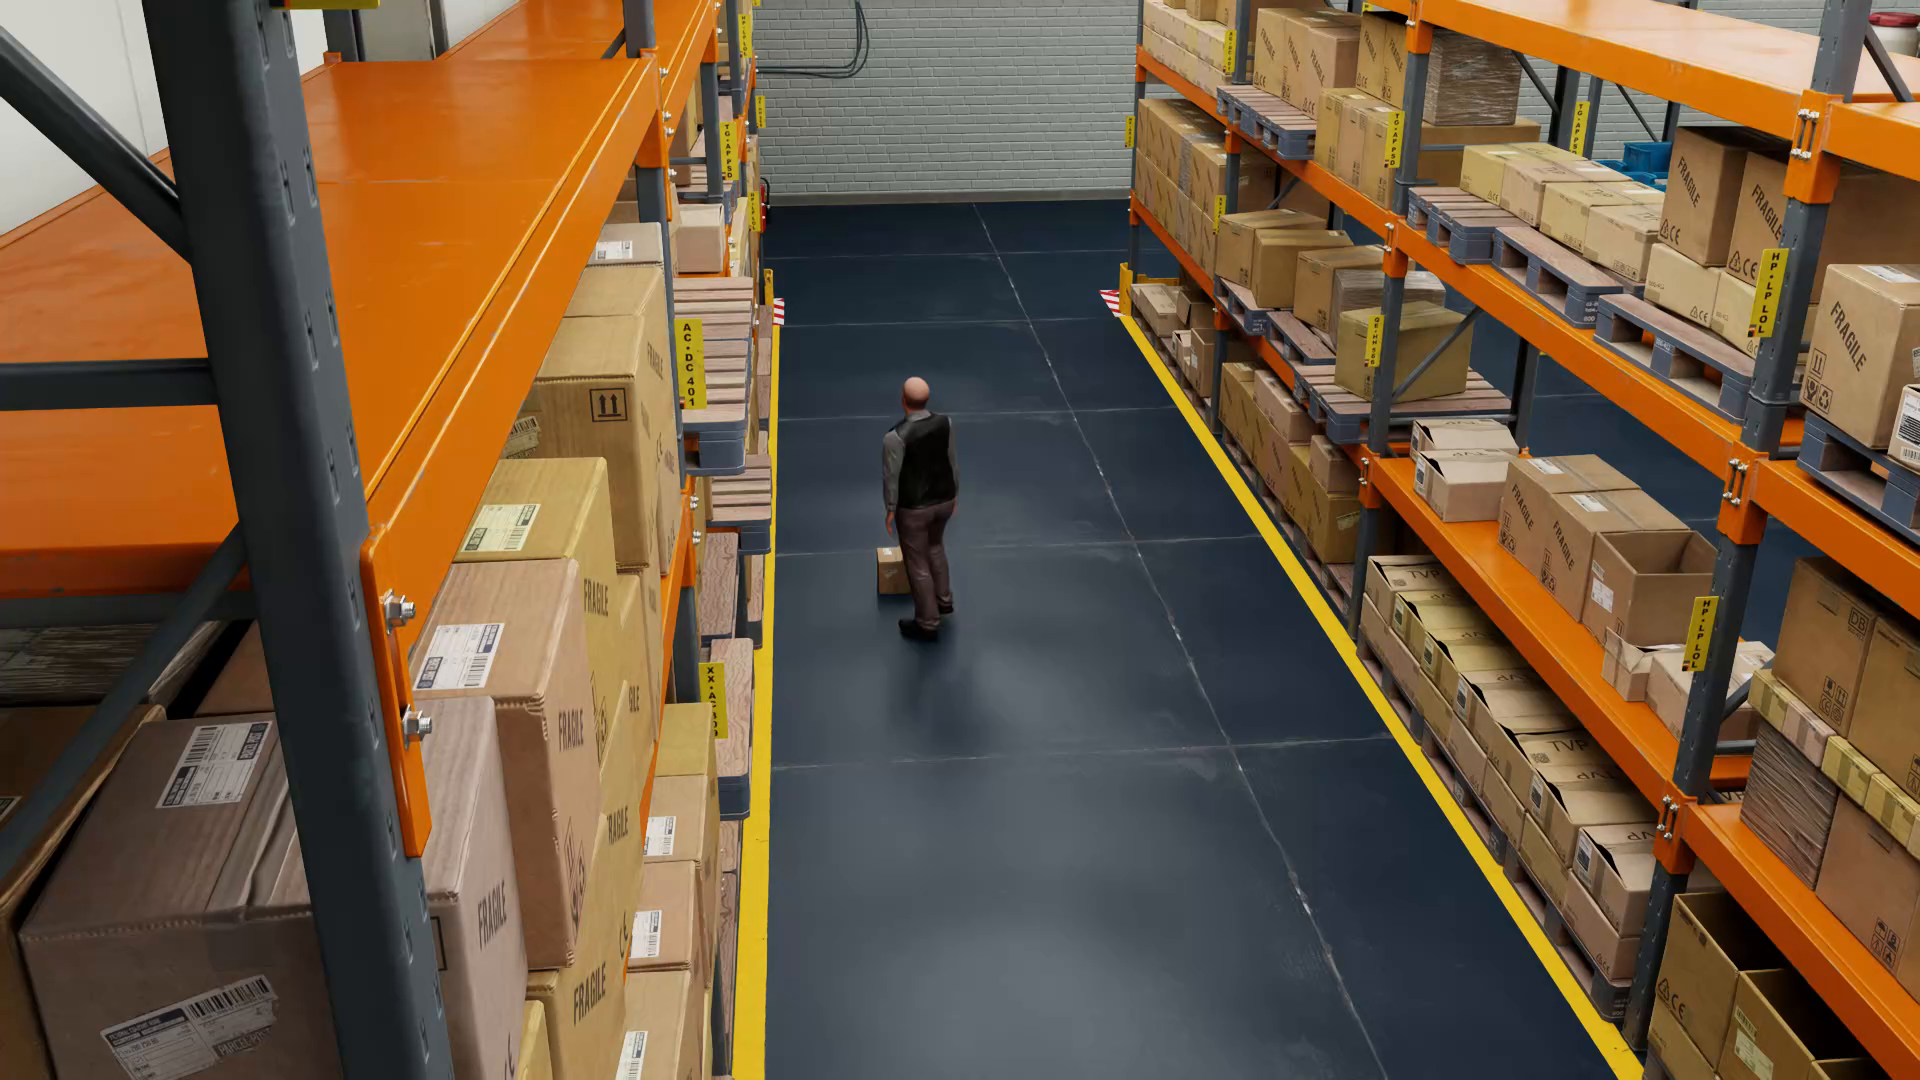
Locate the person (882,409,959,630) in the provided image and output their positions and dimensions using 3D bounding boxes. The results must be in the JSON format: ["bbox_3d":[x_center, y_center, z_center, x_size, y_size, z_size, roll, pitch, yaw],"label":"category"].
[{"bbox_3d":[-0.247,-0.162,10.844,0.559,1.458,0.488,-16,28,-32],"label":"person"}]
